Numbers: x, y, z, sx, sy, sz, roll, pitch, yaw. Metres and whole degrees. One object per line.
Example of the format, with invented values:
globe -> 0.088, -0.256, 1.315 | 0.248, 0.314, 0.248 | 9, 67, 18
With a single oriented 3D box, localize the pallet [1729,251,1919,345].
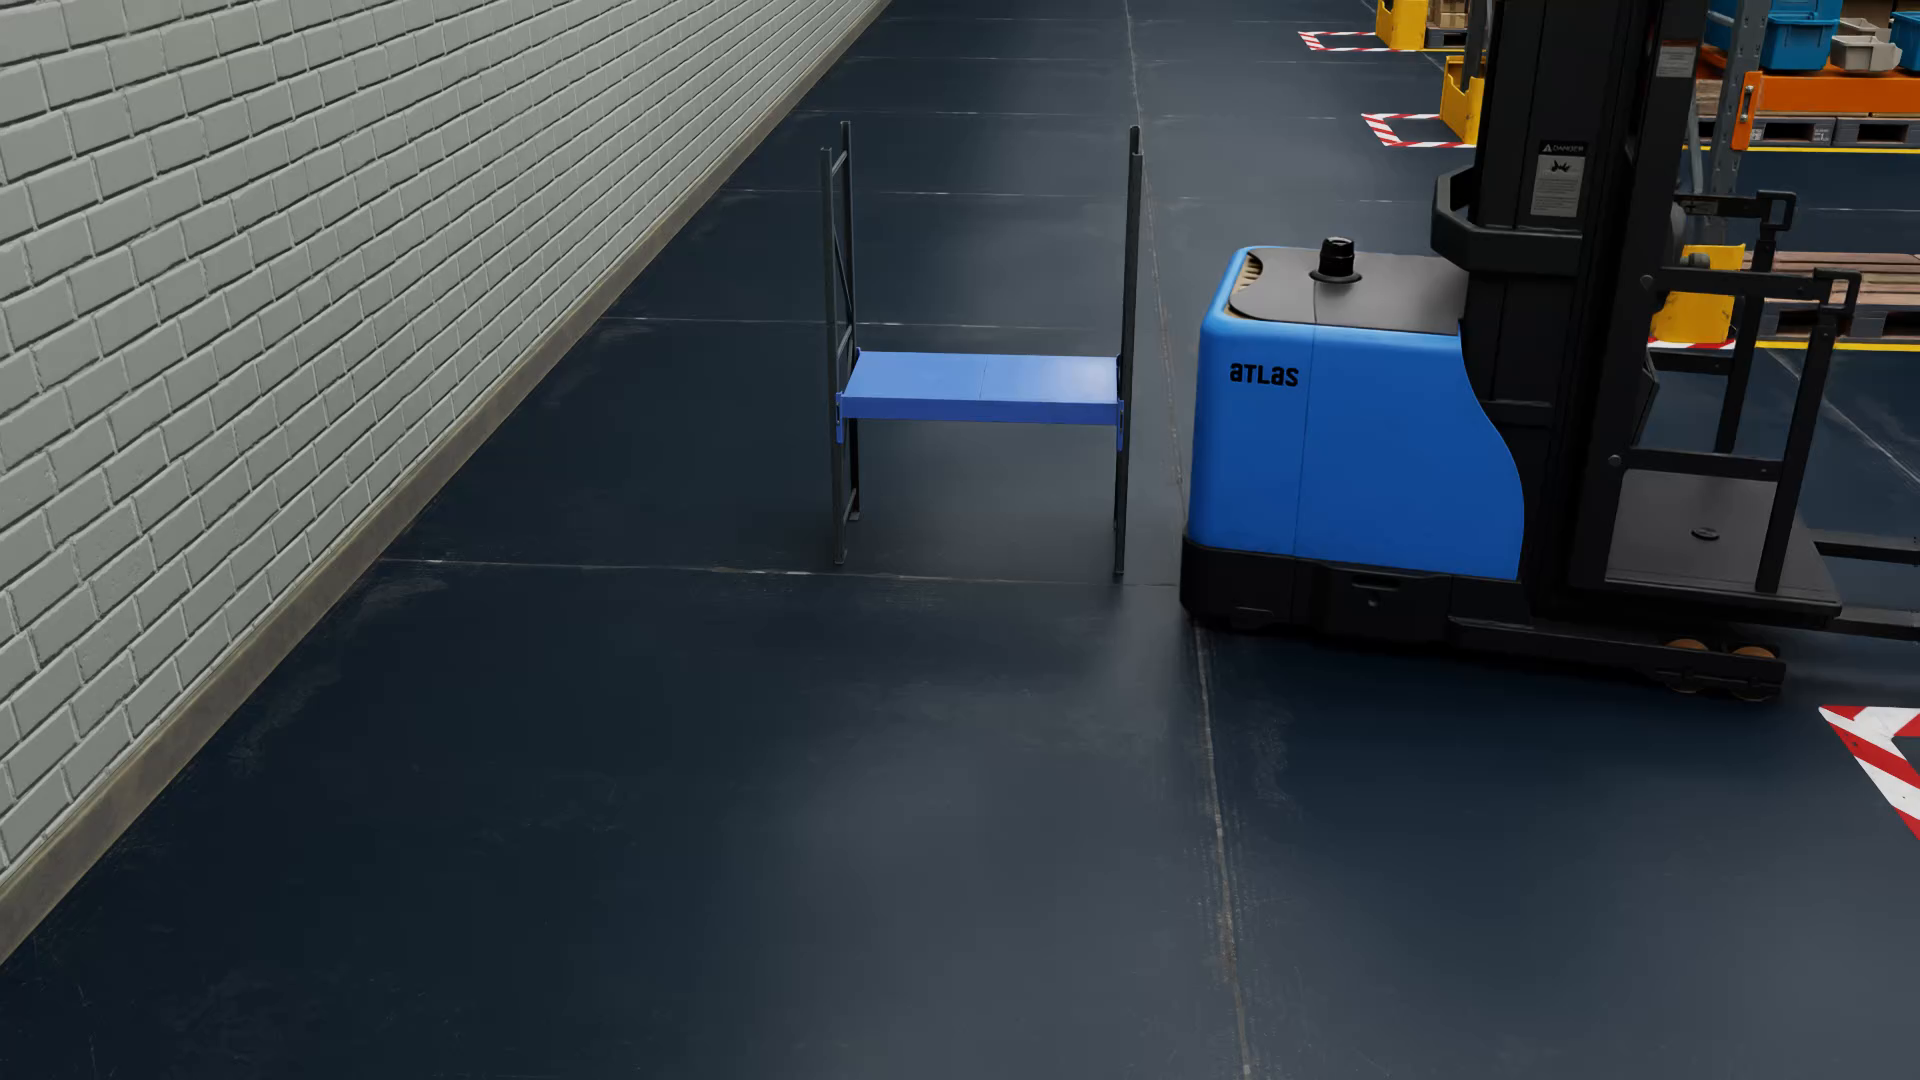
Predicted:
pallet -> 4.608, -1.297, 8.815 | 1.213, 0.211, 1.003 | 2, 25, 4

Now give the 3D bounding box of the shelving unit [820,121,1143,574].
shelving unit -> 0.085, -0.679, 5.931 | 1.048, 1.500, 0.538 | 2, 25, 4

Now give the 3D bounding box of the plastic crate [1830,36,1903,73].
plastic crate -> 4.323, -2.324, 7.955 | 0.298, 0.136, 0.250 | 2, 25, 4

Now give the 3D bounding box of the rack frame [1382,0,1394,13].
rack frame -> 4.648, -6.734, 17.297 | 0.127, 3.000, 1.000 | 2, 25, 4

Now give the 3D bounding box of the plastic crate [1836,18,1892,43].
plastic crate -> 4.616, -2.563, 8.475 | 0.243, 0.136, 0.396 | 2, 25, 4

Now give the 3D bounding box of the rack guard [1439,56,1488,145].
rack guard -> 4.144, -3.536, 13.335 | 0.348, 0.500, 1.175 | 2, 25, 4

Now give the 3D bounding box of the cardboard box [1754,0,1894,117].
cardboard box -> 6.607, -3.851, 13.070 | 0.875, 0.875, 0.875 | 2, 25, 4

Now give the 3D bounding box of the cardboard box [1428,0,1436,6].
cardboard box -> 5.196, -5.867, 17.965 | 0.250, 0.149, 0.380 | 1, 25, 3

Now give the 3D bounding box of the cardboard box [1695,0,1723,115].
cardboard box -> 5.719, -3.880, 13.132 | 0.875, 0.875, 0.875 | 2, 25, 4

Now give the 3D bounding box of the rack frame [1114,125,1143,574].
rack frame -> 0.592, -0.662, 5.895 | 0.032, 1.500, 0.500 | 2, 25, 4

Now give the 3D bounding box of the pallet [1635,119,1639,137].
pallet -> 4.971, -3.410, 13.409 | 1.213, 0.211, 1.003 | 2, 25, 4

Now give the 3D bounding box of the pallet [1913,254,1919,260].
pallet -> 5.821, -1.257, 8.728 | 1.213, 0.211, 1.003 | 2, 25, 4

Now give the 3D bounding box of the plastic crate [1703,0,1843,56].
plastic crate -> 4.137, -2.716, 8.451 | 0.499, 0.435, 0.616 | 2, 25, 4

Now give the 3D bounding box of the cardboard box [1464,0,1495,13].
cardboard box -> 5.420, -5.609, 17.404 | 0.250, 0.149, 0.380 | 2, 25, 4

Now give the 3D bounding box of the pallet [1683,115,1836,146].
pallet -> 6.184, -3.370, 13.322 | 1.213, 0.211, 1.003 | 2, 25, 4

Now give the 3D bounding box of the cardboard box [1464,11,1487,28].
cardboard box -> 5.414, -5.506, 17.535 | 0.250, 0.149, 0.380 | 2, 25, 4

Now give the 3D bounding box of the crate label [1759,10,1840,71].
crate label -> 4.010, -2.412, 8.032 | 0.303, 0.233, 0.416 | 2, 25, 4

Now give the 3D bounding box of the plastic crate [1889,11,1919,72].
plastic crate -> 4.666, -2.391, 7.986 | 0.300, 0.233, 0.416 | 2, 25, 4

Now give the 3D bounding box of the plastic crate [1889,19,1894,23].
plastic crate -> 4.904, -2.548, 8.442 | 0.243, 0.136, 0.396 | 2, 25, 4

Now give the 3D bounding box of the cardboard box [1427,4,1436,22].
cardboard box -> 5.189, -5.700, 17.957 | 0.250, 0.149, 0.380 | 2, 25, 5

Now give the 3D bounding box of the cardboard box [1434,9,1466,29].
cardboard box -> 5.146, -5.480, 17.479 | 0.250, 0.149, 0.380 | 2, 25, 5

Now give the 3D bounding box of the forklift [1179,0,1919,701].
forklift -> 2.319, -1.078, 5.085 | 3.031, 2.935, 1.130 | 6, 25, 14

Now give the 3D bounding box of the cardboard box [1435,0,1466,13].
cardboard box -> 5.151, -5.641, 17.474 | 0.250, 0.149, 0.380 | 3, 25, 6

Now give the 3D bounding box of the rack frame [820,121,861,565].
rack frame -> -0.422, -0.695, 5.966 | 0.032, 1.500, 0.500 | 2, 25, 4

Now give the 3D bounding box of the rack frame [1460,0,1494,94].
rack frame -> 4.168, -4.670, 12.811 | 0.127, 3.000, 1.000 | 2, 25, 4

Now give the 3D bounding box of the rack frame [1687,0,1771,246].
rack frame -> 3.789, -2.606, 8.325 | 0.127, 3.000, 1.000 | 2, 25, 4

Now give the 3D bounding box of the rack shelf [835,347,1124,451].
rack shelf -> 0.085, -0.515, 6.006 | 1.000, 0.185, 0.538 | 2, 25, 4

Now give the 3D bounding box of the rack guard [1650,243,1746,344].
rack guard -> 3.764, -1.466, 8.837 | 0.348, 0.500, 1.175 | 2, 25, 4

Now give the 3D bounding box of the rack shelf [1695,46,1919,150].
rack shelf -> 5.783, -2.215, 8.336 | 4.000, 0.370, 1.077 | 2, 25, 4

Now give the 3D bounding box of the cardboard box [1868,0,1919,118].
cardboard box -> 7.504, -3.822, 13.008 | 0.875, 0.875, 0.875 | 2, 25, 4

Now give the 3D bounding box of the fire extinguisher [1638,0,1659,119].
fire extinguisher -> 3.673, -2.596, 8.841 | 0.183, 0.674, 0.296 | 2, 25, 4

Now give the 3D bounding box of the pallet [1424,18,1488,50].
pallet -> 5.531, -5.424, 17.786 | 1.213, 0.211, 1.003 | 2, 25, 4

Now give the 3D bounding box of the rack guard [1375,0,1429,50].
rack guard -> 4.724, -5.596, 17.814 | 0.348, 0.500, 1.175 | 2, 25, 4

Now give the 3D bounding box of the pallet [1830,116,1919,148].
pallet -> 7.404, -3.332, 13.240 | 1.213, 0.211, 1.003 | 2, 25, 4
